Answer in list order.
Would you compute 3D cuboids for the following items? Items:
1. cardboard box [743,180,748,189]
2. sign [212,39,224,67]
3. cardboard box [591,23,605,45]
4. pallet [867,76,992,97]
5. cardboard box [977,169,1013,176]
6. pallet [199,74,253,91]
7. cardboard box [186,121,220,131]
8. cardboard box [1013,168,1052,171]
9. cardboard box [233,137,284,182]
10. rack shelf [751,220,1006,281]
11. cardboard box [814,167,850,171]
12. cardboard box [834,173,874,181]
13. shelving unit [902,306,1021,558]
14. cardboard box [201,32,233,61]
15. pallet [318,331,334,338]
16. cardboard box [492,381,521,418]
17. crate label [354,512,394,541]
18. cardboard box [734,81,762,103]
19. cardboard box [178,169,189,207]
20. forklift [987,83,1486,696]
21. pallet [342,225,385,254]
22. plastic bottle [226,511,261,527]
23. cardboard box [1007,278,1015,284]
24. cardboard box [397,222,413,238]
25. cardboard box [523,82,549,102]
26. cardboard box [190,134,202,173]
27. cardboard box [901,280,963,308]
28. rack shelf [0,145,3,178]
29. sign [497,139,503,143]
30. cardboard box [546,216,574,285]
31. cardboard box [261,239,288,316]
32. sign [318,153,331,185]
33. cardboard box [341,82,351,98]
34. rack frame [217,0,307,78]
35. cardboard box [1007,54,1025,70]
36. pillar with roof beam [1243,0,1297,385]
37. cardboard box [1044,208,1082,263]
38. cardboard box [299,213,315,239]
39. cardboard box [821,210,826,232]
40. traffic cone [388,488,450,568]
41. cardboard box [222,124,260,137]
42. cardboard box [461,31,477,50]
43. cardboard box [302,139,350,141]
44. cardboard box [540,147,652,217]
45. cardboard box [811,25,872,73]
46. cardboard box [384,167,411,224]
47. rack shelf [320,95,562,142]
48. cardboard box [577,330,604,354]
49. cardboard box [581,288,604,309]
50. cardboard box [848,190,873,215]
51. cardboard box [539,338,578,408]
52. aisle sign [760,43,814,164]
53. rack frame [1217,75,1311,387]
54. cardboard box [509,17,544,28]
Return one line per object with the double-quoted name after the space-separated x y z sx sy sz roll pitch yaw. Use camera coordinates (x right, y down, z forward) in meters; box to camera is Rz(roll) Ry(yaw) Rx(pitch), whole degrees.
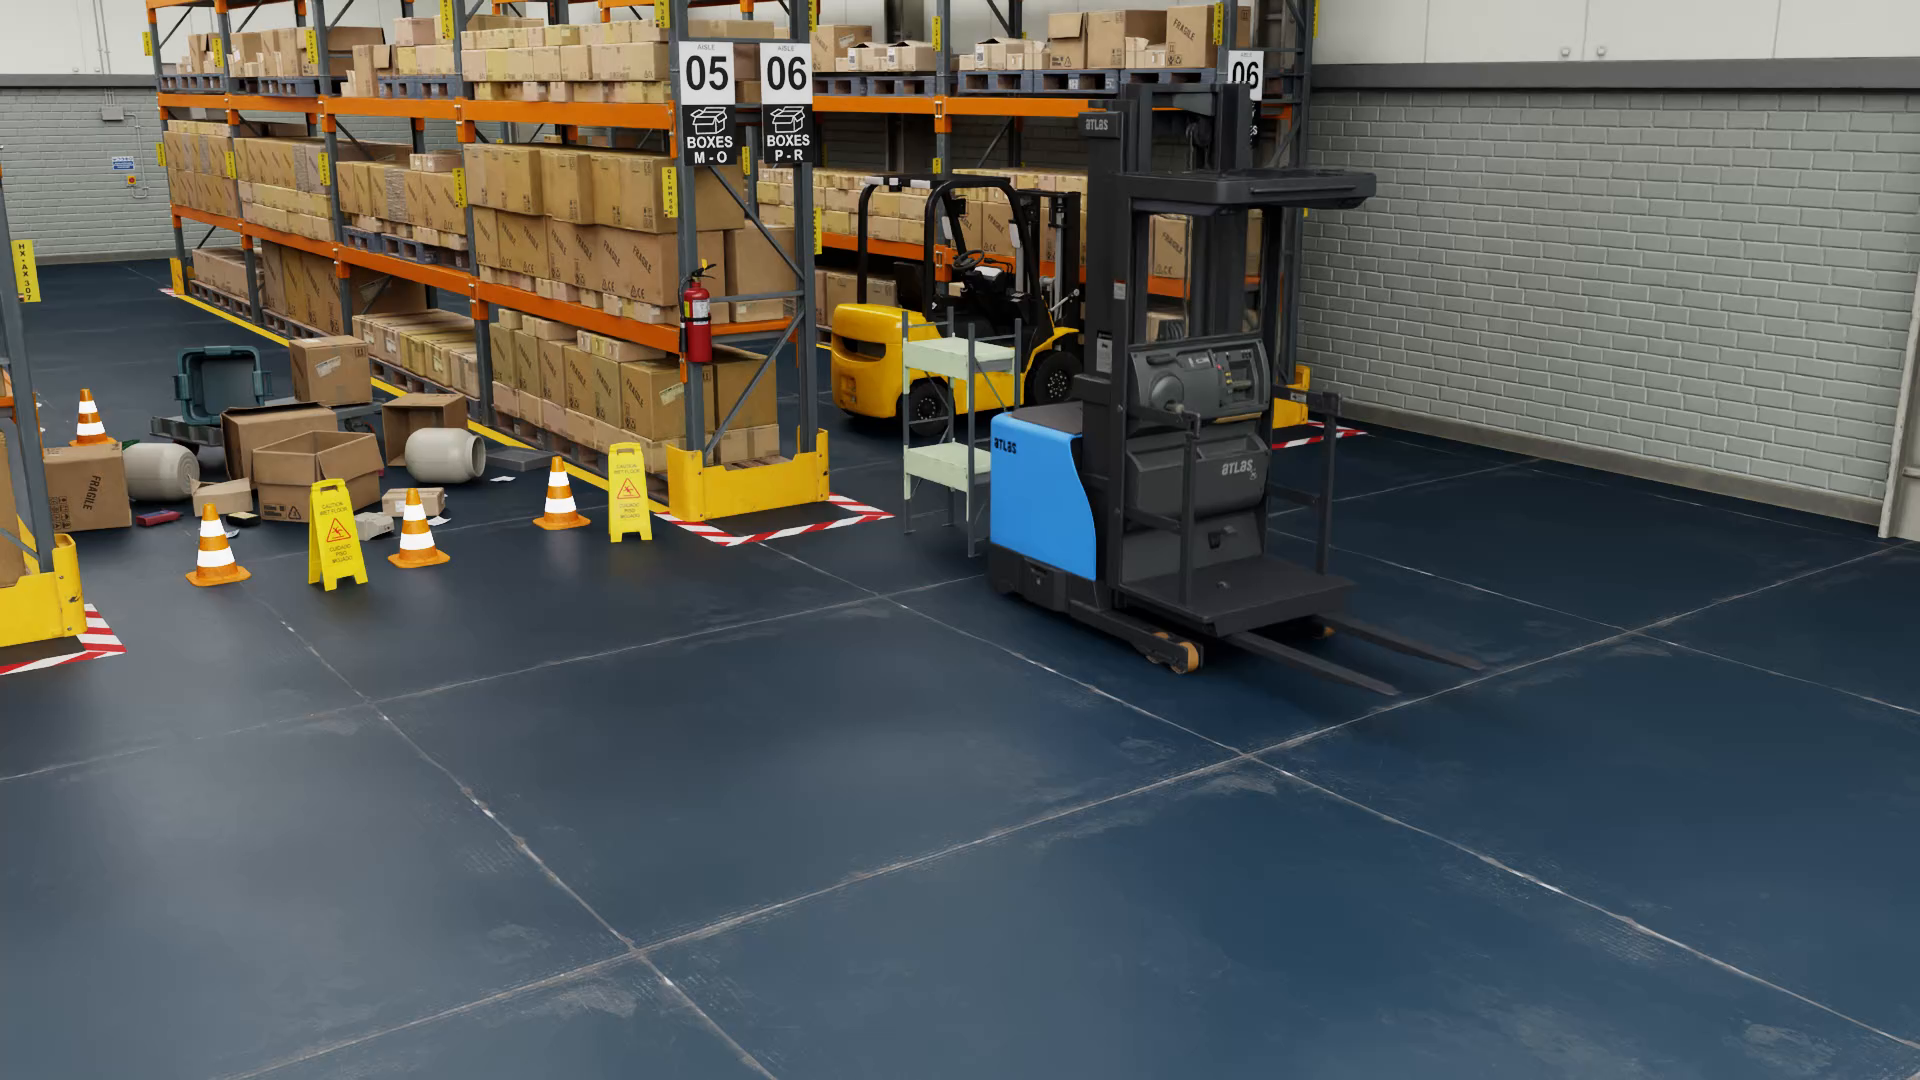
-3.033 -4.459 21.176 0.500 0.250 0.500 -12 19 -37 "cardboard box"
-8.963 -5.885 20.084 0.100 0.325 0.005 -11 19 -35 "sign"
-2.428 -3.639 11.975 0.380 0.149 0.250 -11 19 -35 "cardboard box"
-0.328 -4.841 17.761 0.805 0.209 1.217 -12 19 -37 "pallet"
0.390 -3.651 16.753 0.380 0.149 0.250 -11 19 -34 "cardboard box"
-8.988 -5.817 21.135 1.003 0.211 1.213 -11 19 -35 "pallet"
-10.244 -5.596 22.529 0.380 0.149 0.250 -11 19 -34 "cardboard box"
0.747 -3.723 17.016 0.380 0.149 0.250 -11 19 -36 "cardboard box"
-8.489 -4.629 20.223 0.500 0.500 0.500 -11 19 -34 "cardboard box"
-0.975 -3.380 19.107 1.077 0.370 4.000 -11 19 -35 "rack shelf"
-1.551 -4.439 20.193 0.380 0.149 0.250 -10 18 -33 "cardboard box"
-1.203 -4.087 18.908 0.380 0.149 0.250 -11 19 -35 "cardboard box"
0.004 -0.722 10.873 0.431 1.500 0.755 -11 19 -35 "shelving unit"
-9.334 -6.267 21.431 0.797 0.503 0.637 -9 18 -30 "cardboard box"
-6.566 -2.218 18.780 1.003 0.211 1.213 -11 19 -35 "pallet"
-3.683 -1.237 14.327 0.500 0.250 0.500 -12 19 -37 "cardboard box"
-3.966 -0.099 11.178 0.298 0.136 0.250 7 17 23 "crate label"
-1.392 -3.121 11.593 0.380 0.149 0.250 -11 19 -34 "cardboard box"
-10.497 -4.889 23.066 0.500 0.500 0.500 -11 19 -35 "cardboard box"
1.407 -0.867 8.691 1.130 2.935 3.031 -10 18 -33 "forklift"
-5.658 -3.155 17.284 1.213 0.211 1.003 -11 19 -35 "pallet"
-4.977 -0.148 11.501 0.283 0.061 0.133 10 18 33 "plastic bottle"
0.647 -2.584 17.353 0.500 0.250 0.500 -10 18 -33 "cardboard box"
-5.212 -3.013 16.084 0.380 0.149 0.250 -10 18 -33 "cardboard box"
-3.140 -3.461 12.833 0.380 0.149 0.250 -11 19 -36 "cardboard box"
-9.903 -5.151 22.129 0.500 0.500 0.500 -11 19 -34 "cardboard box"
-0.115 -2.467 18.110 0.875 0.625 0.625 -10 18 -32 "cardboard box"
-6.580 -2.412 9.886 1.077 0.370 4.000 -11 19 -35 "rack shelf"
-7.293 -6.196 26.391 0.100 0.325 0.005 -11 19 -35 "sign"
-2.866 -2.266 12.919 0.500 0.500 0.500 -11 19 -34 "cardboard box"
-8.086 -3.295 20.662 0.875 0.875 0.875 -10 18 -33 "cardboard box"
-6.611 -3.855 17.284 0.100 0.325 0.005 -11 19 -35 "sign"
-6.116 -4.615 17.049 0.380 0.149 0.250 -11 19 -35 "cardboard box"
-8.515 -7.131 20.083 1.000 3.000 0.127 -11 19 -35 "rack frame"
0.671 -4.569 15.898 0.380 0.149 0.250 -10 18 -33 "cardboard box"
-0.609 -4.960 12.151 9.100 9.000 0.400 -11 19 -35 "pillar with roof beam"
1.148 -2.886 15.748 0.500 0.500 0.500 -11 19 -34 "cardboard box"
-6.984 -3.485 18.411 0.500 0.250 0.500 -10 18 -34 "cardboard box"
-1.487 -3.732 19.314 0.500 0.250 0.500 -12 19 -36 "cardboard box"
-3.454 -0.098 10.557 0.336 0.463 0.334 -11 19 -35 "traffic cone"
-8.954 -5.097 20.704 0.380 0.149 0.250 -11 19 -36 "cardboard box"
-3.890 -4.121 13.734 0.380 0.149 0.250 -11 19 -36 "cardboard box"
-7.457 -4.490 19.717 0.500 0.500 0.500 -10 18 -33 "cardboard box"
-2.792 -2.754 12.809 0.700 0.500 0.500 -11 19 -35 "cardboard box"
-1.323 -5.490 18.597 0.500 0.500 0.500 -10 18 -33 "cardboard box"
-5.169 -3.315 15.956 0.500 0.500 0.500 -12 19 -37 "cardboard box"
-4.988 -4.056 15.893 1.077 0.370 4.000 -11 19 -35 "rack shelf"
-2.711 -1.535 12.766 0.380 0.149 0.250 -10 18 -32 "cardboard box"
-2.661 -1.862 12.674 0.380 0.149 0.250 -11 19 -35 "cardboard box"
-0.898 -3.753 18.443 0.500 0.250 0.500 -10 18 -33 "cardboard box"
-3.055 -1.375 13.412 0.500 0.500 0.500 -10 18 -32 "cardboard box"
-1.173 -2.963 11.297 0.394 0.787 0.004 -11 19 -35 "aisle sign"
2.553 -2.446 14.331 1.000 3.000 0.127 -11 19 -35 "rack frame"
-4.132 -4.639 15.202 0.500 0.250 0.500 -11 19 -36 "cardboard box"
